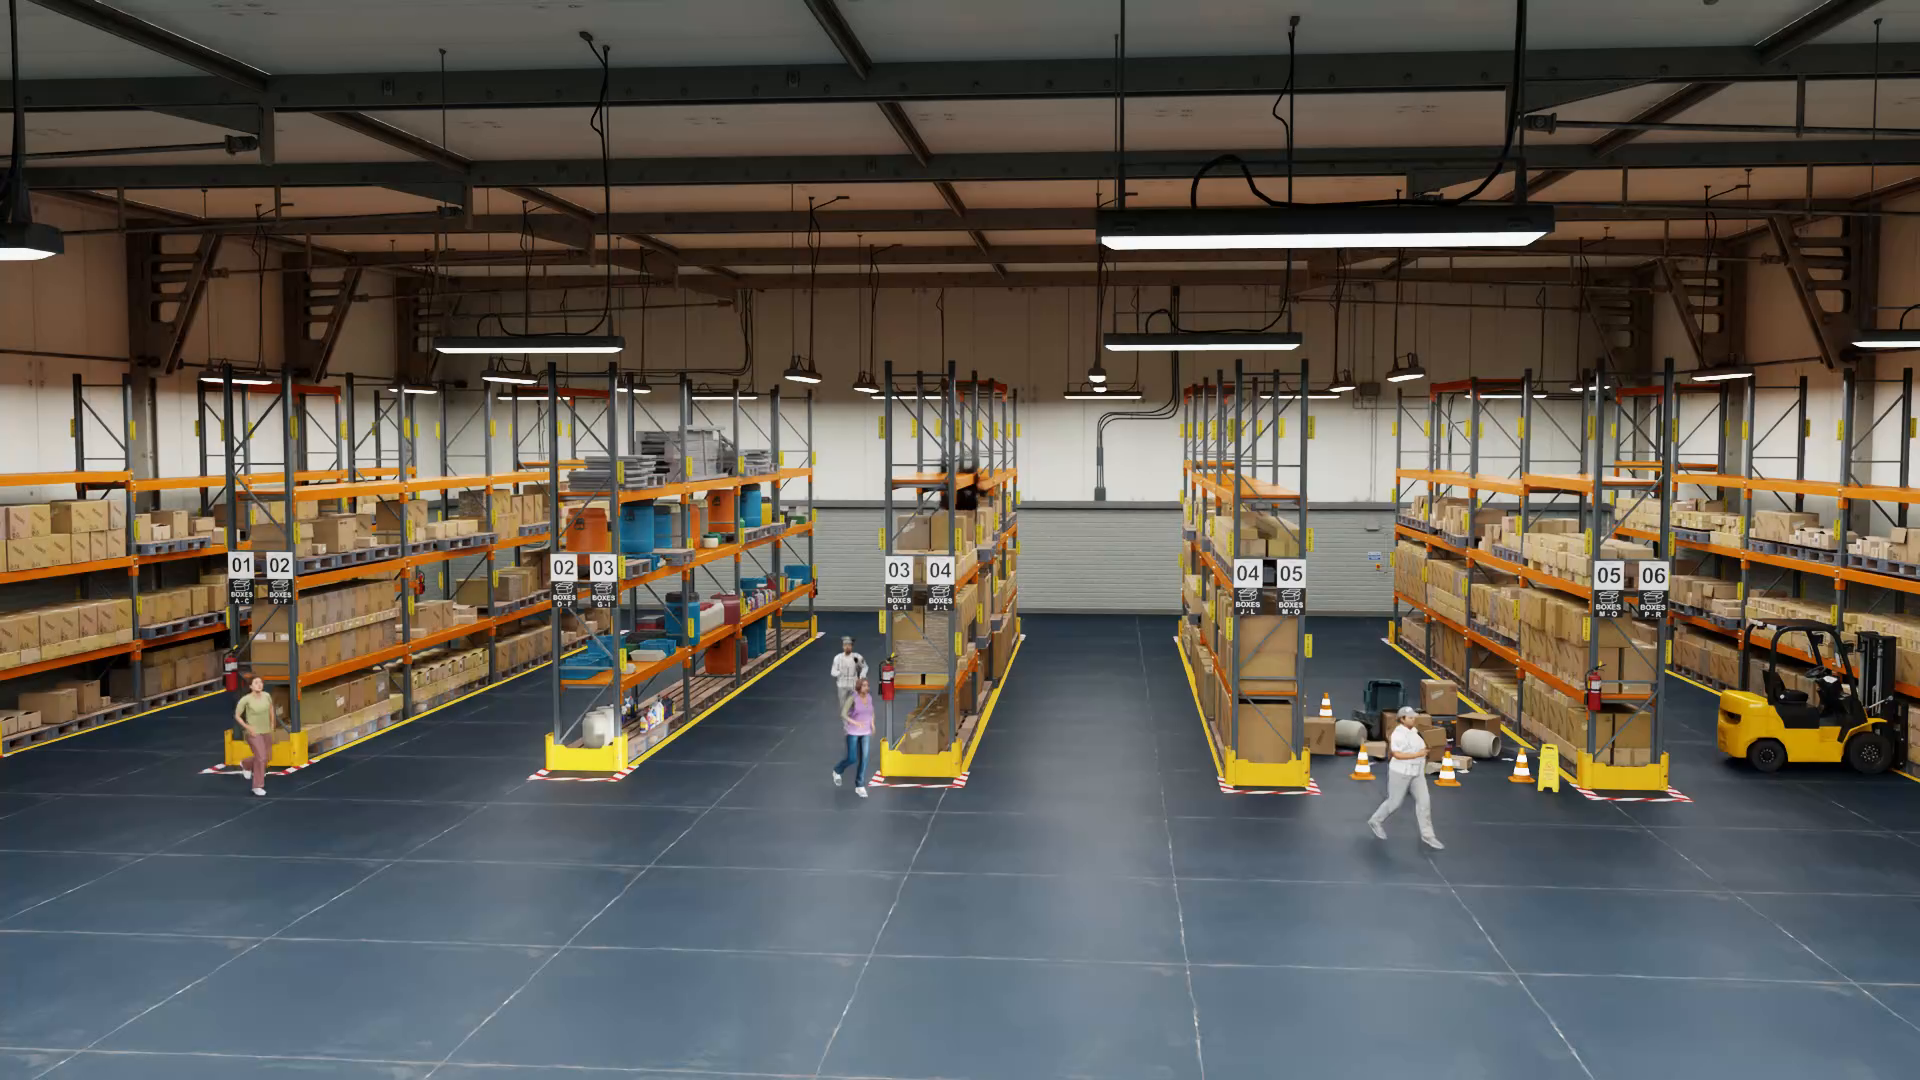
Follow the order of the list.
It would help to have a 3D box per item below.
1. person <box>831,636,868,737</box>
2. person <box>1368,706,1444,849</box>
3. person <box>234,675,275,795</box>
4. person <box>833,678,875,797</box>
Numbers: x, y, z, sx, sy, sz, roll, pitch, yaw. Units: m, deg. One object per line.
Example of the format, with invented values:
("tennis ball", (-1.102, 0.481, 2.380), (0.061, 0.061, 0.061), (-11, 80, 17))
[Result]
("person", (-1.788, 2.402, 26.807), (0.594, 1.712, 0.638), (0, 4, 1))
("person", (5.380, 2.831, 20.036), (0.609, 1.668, 0.925), (-3, 5, -40))
("person", (-9.797, 2.681, 23.061), (0.622, 1.656, 0.594), (3, 5, 35))
("person", (-1.402, 2.703, 23.048), (0.572, 1.596, 0.742), (-3, 5, -34))
